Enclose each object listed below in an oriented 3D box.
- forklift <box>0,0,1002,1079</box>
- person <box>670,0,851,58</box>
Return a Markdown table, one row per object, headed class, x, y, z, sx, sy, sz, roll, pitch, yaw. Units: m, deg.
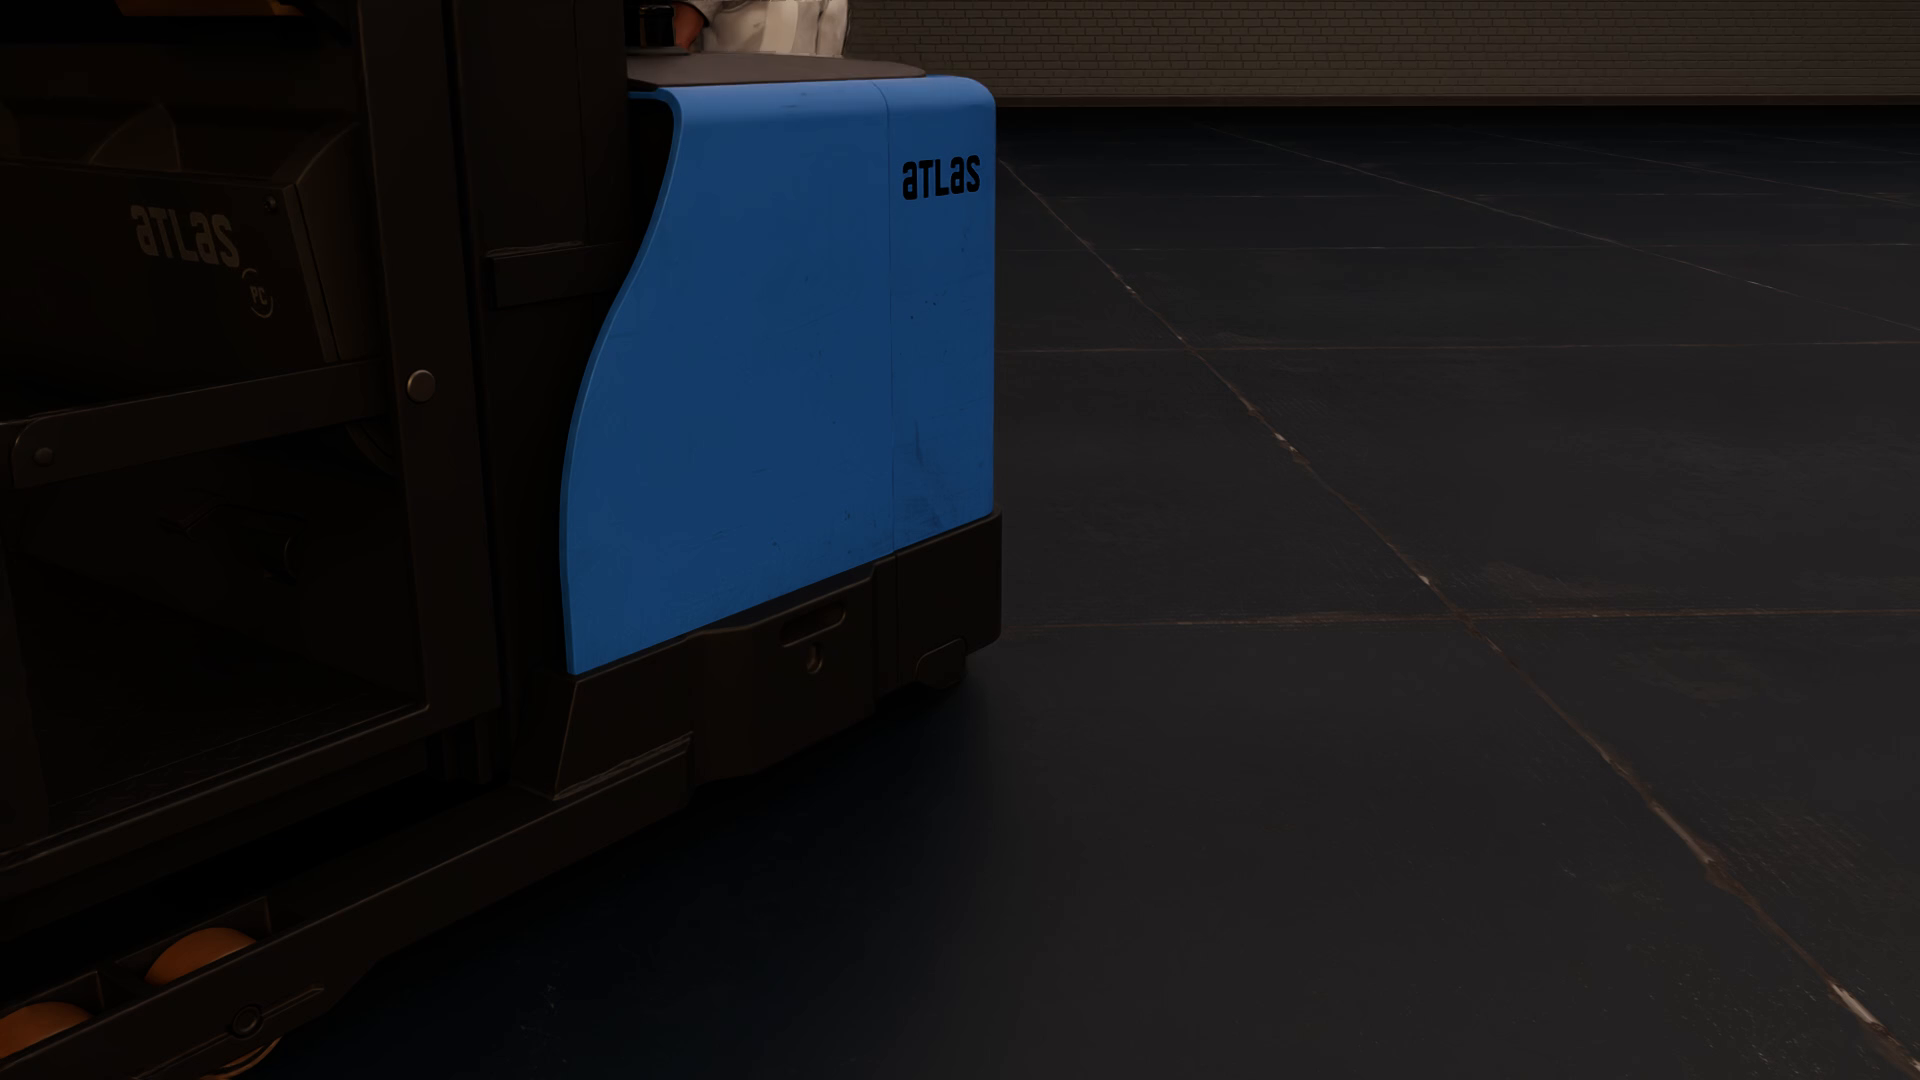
| class | x | y | z | sx | sy | sz | roll | pitch | yaw |
| --- | --- | --- | --- | --- | --- | --- | --- | --- | --- |
| forklift | -1.201 | -0.901 | 1.853 | 1.130 | 2.935 | 3.031 | 12 | 21 | 35 |
| person | -0.536 | -1.017 | 4.388 | 0.484 | 1.753 | 0.907 | 10 | 19 | 29 |
